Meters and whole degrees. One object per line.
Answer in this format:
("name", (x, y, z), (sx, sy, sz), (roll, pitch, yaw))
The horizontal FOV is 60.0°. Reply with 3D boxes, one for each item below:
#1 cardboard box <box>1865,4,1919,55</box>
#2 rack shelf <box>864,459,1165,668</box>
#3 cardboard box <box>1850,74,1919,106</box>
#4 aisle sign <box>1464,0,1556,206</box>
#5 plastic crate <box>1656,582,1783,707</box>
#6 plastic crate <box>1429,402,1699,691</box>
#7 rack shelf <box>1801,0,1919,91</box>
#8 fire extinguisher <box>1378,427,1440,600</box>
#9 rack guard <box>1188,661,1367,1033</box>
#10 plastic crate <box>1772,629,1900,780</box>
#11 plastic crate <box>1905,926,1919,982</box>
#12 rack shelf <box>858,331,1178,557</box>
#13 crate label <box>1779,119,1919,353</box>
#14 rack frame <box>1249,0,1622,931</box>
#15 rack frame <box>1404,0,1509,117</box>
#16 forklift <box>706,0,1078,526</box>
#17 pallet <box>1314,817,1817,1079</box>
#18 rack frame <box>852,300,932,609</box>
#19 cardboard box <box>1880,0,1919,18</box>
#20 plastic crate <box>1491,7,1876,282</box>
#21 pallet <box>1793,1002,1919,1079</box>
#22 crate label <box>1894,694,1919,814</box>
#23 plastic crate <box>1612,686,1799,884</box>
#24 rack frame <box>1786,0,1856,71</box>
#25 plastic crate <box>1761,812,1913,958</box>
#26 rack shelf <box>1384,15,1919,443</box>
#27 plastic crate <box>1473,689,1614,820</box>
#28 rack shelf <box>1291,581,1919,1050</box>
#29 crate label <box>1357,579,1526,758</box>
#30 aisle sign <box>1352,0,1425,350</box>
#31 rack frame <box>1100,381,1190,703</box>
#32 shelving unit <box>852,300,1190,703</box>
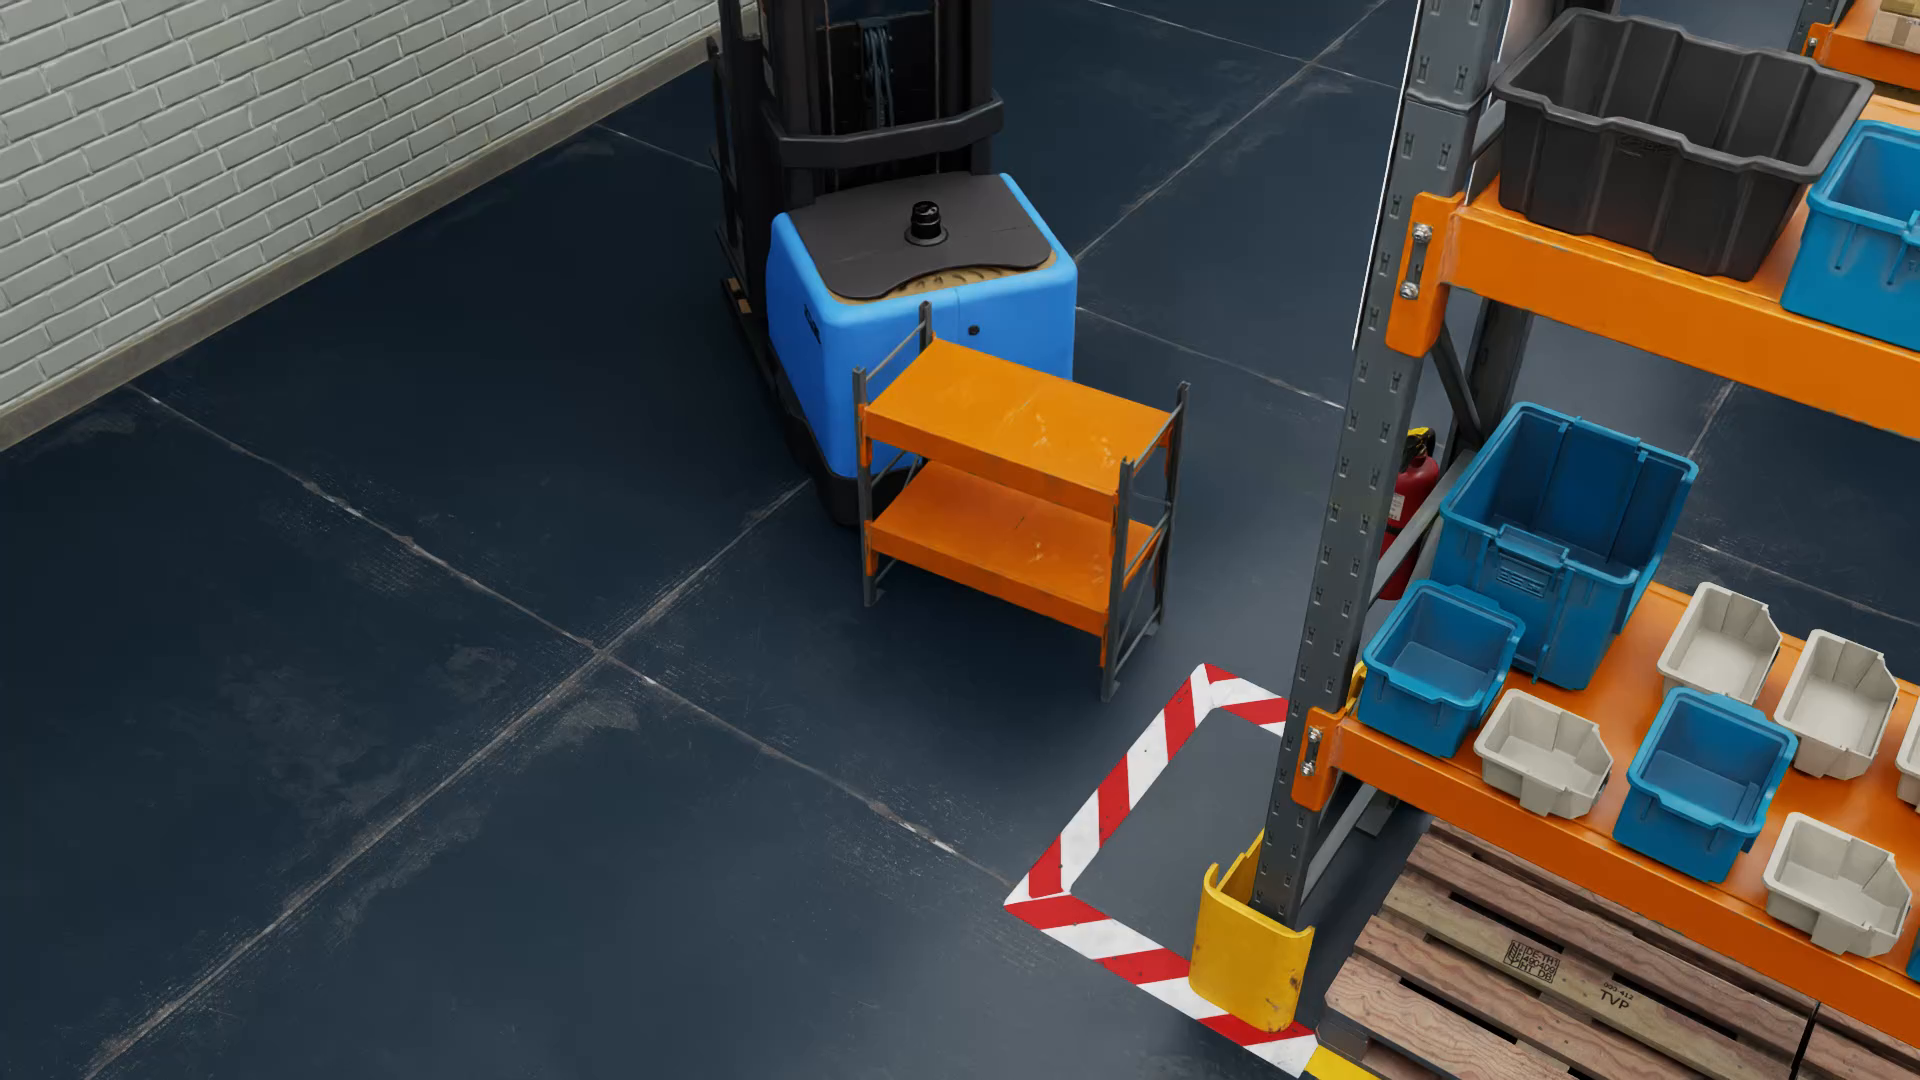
("cardboard box", (4.138, -2.273, 7.230), (0.250, 0.149, 0.380), (26, 48, 26))
("rack shelf", (0.207, 0.045, 6.223), (1.000, 0.278, 0.538), (20, 46, 21))
("cardboard box", (4.607, -1.846, 7.842), (0.875, 0.875, 0.875), (25, 48, 25))
("aisle sign", (1.302, -1.135, 3.820), (0.004, 0.787, 0.394), (25, 48, 25))
("plastic crate", (1.964, 0.310, 4.306), (0.243, 0.136, 0.396), (25, 48, 25))
("plastic crate", (1.574, 0.012, 4.416), (0.499, 0.435, 0.616), (25, 48, 25))
("rack shelf", (5.674, -1.649, 6.883), (4.000, 0.370, 1.077), (25, 48, 25))
("fire extinguisher", (1.330, -0.117, 4.969), (0.183, 0.674, 0.296), (25, 48, 25))
("rack guard", (1.166, 0.950, 5.313), (0.348, 0.500, 1.175), (25, 48, 25))
("plastic crate", (2.193, 0.429, 4.174), (0.243, 0.136, 0.396), (25, 48, 25))
("plastic crate", (2.284, 0.839, 3.643), (0.300, 0.233, 0.416), (25, 48, 25))
("rack shelf", (0.207, -0.356, 5.865), (1.000, 0.278, 0.538), (20, 46, 21))
("crate label", (1.763, -0.512, 2.934), (0.502, 0.251, 0.408), (25, 48, 25))
("rack frame", (1.193, 0.021, 4.477), (0.127, 3.000, 1.000), (25, 48, 25))
("rack frame", (1.193, -2.215, 2.477), (0.127, 3.000, 1.000), (25, 48, 25))
("forklift", (-0.501, -2.145, 6.949), (1.130, 2.935, 3.031), (-13, 43, -14))
("pallet", (1.846, 1.397, 5.030), (1.213, 0.211, 1.003), (25, 48, 25))
("rack frame", (-0.237, -0.303, 6.245), (0.032, 1.125, 0.500), (20, 46, 21))
("cardboard box", (4.275, -2.407, 7.080), (0.500, 0.250, 0.500), (24, 47, 24))
("plastic crate", (1.348, -0.749, 3.186), (0.590, 0.269, 0.497), (25, 48, 25))
("pallet", (2.840, 1.865, 4.508), (1.213, 0.211, 1.003), (25, 48, 25))
("crate label", (2.435, 0.522, 4.069), (0.243, 0.136, 0.396), (25, 48, 25))
("plastic crate", (1.745, 0.587, 3.925), (0.300, 0.233, 0.416), (25, 48, 25))
("rack frame", (4.037, -2.683, 7.499), (0.127, 3.000, 1.000), (25, 48, 25))
("plastic crate", (1.976, 0.799, 3.760), (0.298, 0.136, 0.250), (25, 48, 25))
("rack shelf", (2.830, -0.063, 2.861), (4.000, 0.370, 1.077), (25, 48, 25))
("plastic crate", (1.421, 0.539, 4.051), (0.298, 0.136, 0.250), (25, 48, 25))
("rack shelf", (2.830, 1.055, 3.861), (4.000, 0.370, 1.077), (25, 48, 25))
("crate label", (1.206, 0.335, 4.206), (0.303, 0.233, 0.416), (25, 48, 25))
("aisle sign", (0.963, -0.813, 3.460), (0.004, 0.787, 0.394), (25, 48, 25))
("rack frame", (0.650, 0.028, 5.875), (0.032, 1.125, 0.500), (20, 46, 21))
("shelving unit", (0.207, -0.138, 6.060), (1.048, 1.125, 0.538), (20, 46, 21))
